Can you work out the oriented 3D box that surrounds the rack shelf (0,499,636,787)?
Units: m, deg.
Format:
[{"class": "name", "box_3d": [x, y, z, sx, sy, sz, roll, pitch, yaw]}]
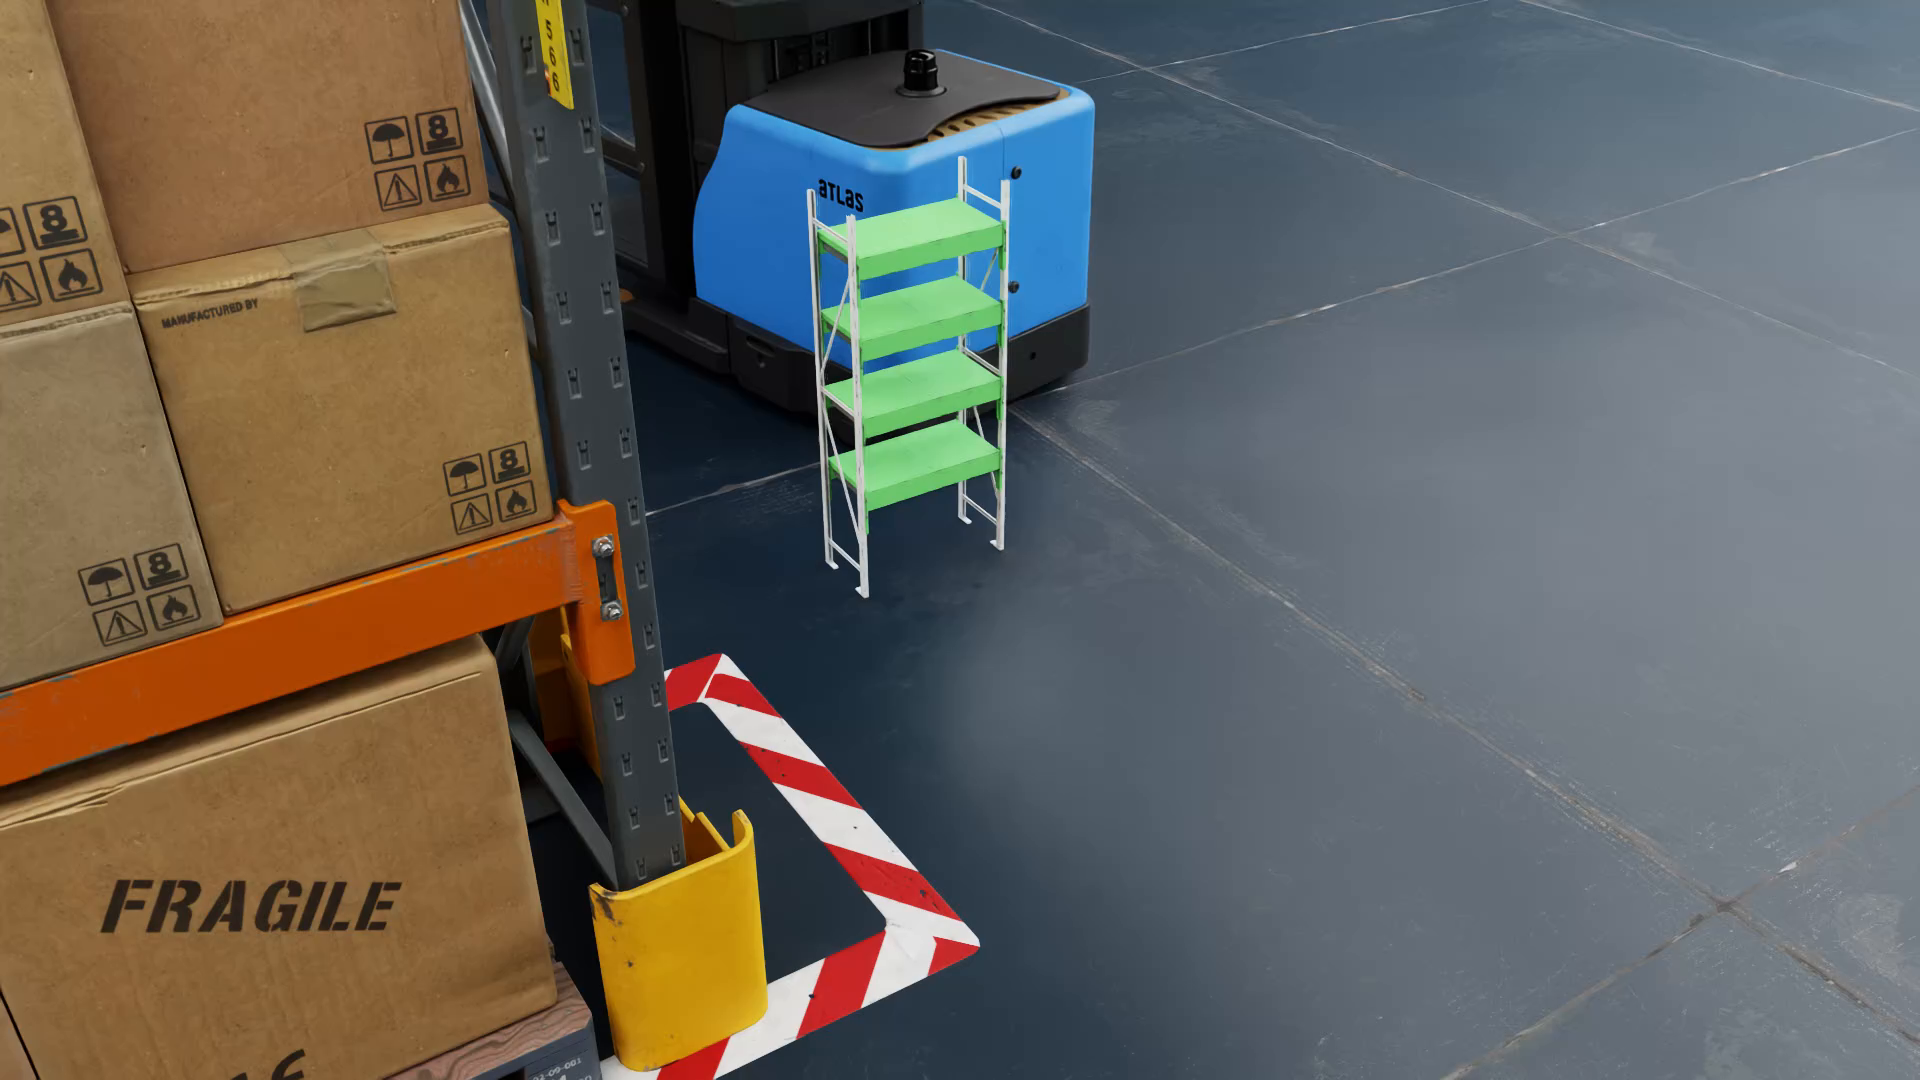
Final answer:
[{"class": "rack shelf", "box_3d": [-2.557, 0.437, 2.420, 4.000, 0.370, 1.077, -19, 37, -27]}]

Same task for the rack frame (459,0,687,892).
[{"class": "rack frame", "box_3d": [-0.876, -0.446, 3.145, 0.127, 3.000, 1.000, -19, 37, -27]}]

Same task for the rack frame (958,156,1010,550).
[{"class": "rack frame", "box_3d": [0.066, -0.530, 4.966, 0.015, 1.200, 0.240, -19, 37, -27]}]

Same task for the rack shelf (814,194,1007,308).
[{"class": "rack shelf", "box_3d": [-0.139, -0.812, 4.632, 0.480, 0.148, 0.258, -19, 37, -27]}]

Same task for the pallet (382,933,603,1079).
[{"class": "pallet", "box_3d": [-1.505, 1.000, 3.467, 1.213, 0.211, 1.003, -19, 37, -27]}]

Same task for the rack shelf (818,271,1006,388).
[{"class": "rack shelf", "box_3d": [-0.139, -0.609, 4.760, 0.480, 0.148, 0.258, -19, 37, -27]}]

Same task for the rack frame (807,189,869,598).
[{"class": "rack frame", "box_3d": [-0.344, -0.389, 4.742, 0.015, 1.200, 0.240, -19, 37, -27]}]

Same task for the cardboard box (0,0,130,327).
[{"class": "cardboard box", "box_3d": [-1.621, -0.675, 2.357, 0.550, 0.550, 0.875, -19, 37, -27]}]

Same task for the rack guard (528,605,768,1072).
[{"class": "rack guard", "box_3d": [-0.856, 0.605, 3.823, 0.348, 0.500, 1.175, -19, 37, -27]}]

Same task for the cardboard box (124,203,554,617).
[{"class": "cardboard box", "box_3d": [-1.163, -0.381, 2.902, 0.550, 0.550, 0.875, -19, 37, -27]}]

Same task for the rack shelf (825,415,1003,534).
[{"class": "rack shelf", "box_3d": [-0.139, -0.203, 5.016, 0.480, 0.148, 0.258, -19, 37, -27]}]

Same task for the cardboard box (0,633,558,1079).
[{"class": "cardboard box", "box_3d": [-1.410, 0.501, 3.242, 0.875, 0.875, 0.875, -19, 37, -27]}]

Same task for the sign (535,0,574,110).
[{"class": "sign", "box_3d": [-0.593, -0.788, 2.381, 0.005, 0.325, 0.100, -19, 37, -27]}]

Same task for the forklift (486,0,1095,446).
[{"class": "forklift", "box_3d": [-0.919, -2.229, 6.036, 1.130, 2.935, 3.031, -28, 42, -37]}]

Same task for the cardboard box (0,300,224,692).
[{"class": "cardboard box", "box_3d": [-1.614, -0.213, 2.635, 0.550, 0.550, 0.875, -19, 37, -27]}]

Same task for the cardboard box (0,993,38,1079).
[{"class": "cardboard box", "box_3d": [-2.148, 0.756, 2.837, 0.875, 0.875, 0.875, -20, 37, -28]}]

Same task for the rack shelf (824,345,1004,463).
[{"class": "rack shelf", "box_3d": [-0.139, -0.406, 4.888, 0.480, 0.148, 0.258, -19, 37, -27]}]

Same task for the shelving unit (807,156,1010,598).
[{"class": "shelving unit", "box_3d": [-0.139, -0.460, 4.854, 0.503, 1.200, 0.258, -19, 37, -27]}]

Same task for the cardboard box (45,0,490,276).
[{"class": "cardboard box", "box_3d": [-1.209, -0.876, 2.674, 0.550, 0.550, 0.875, -19, 37, -27]}]
